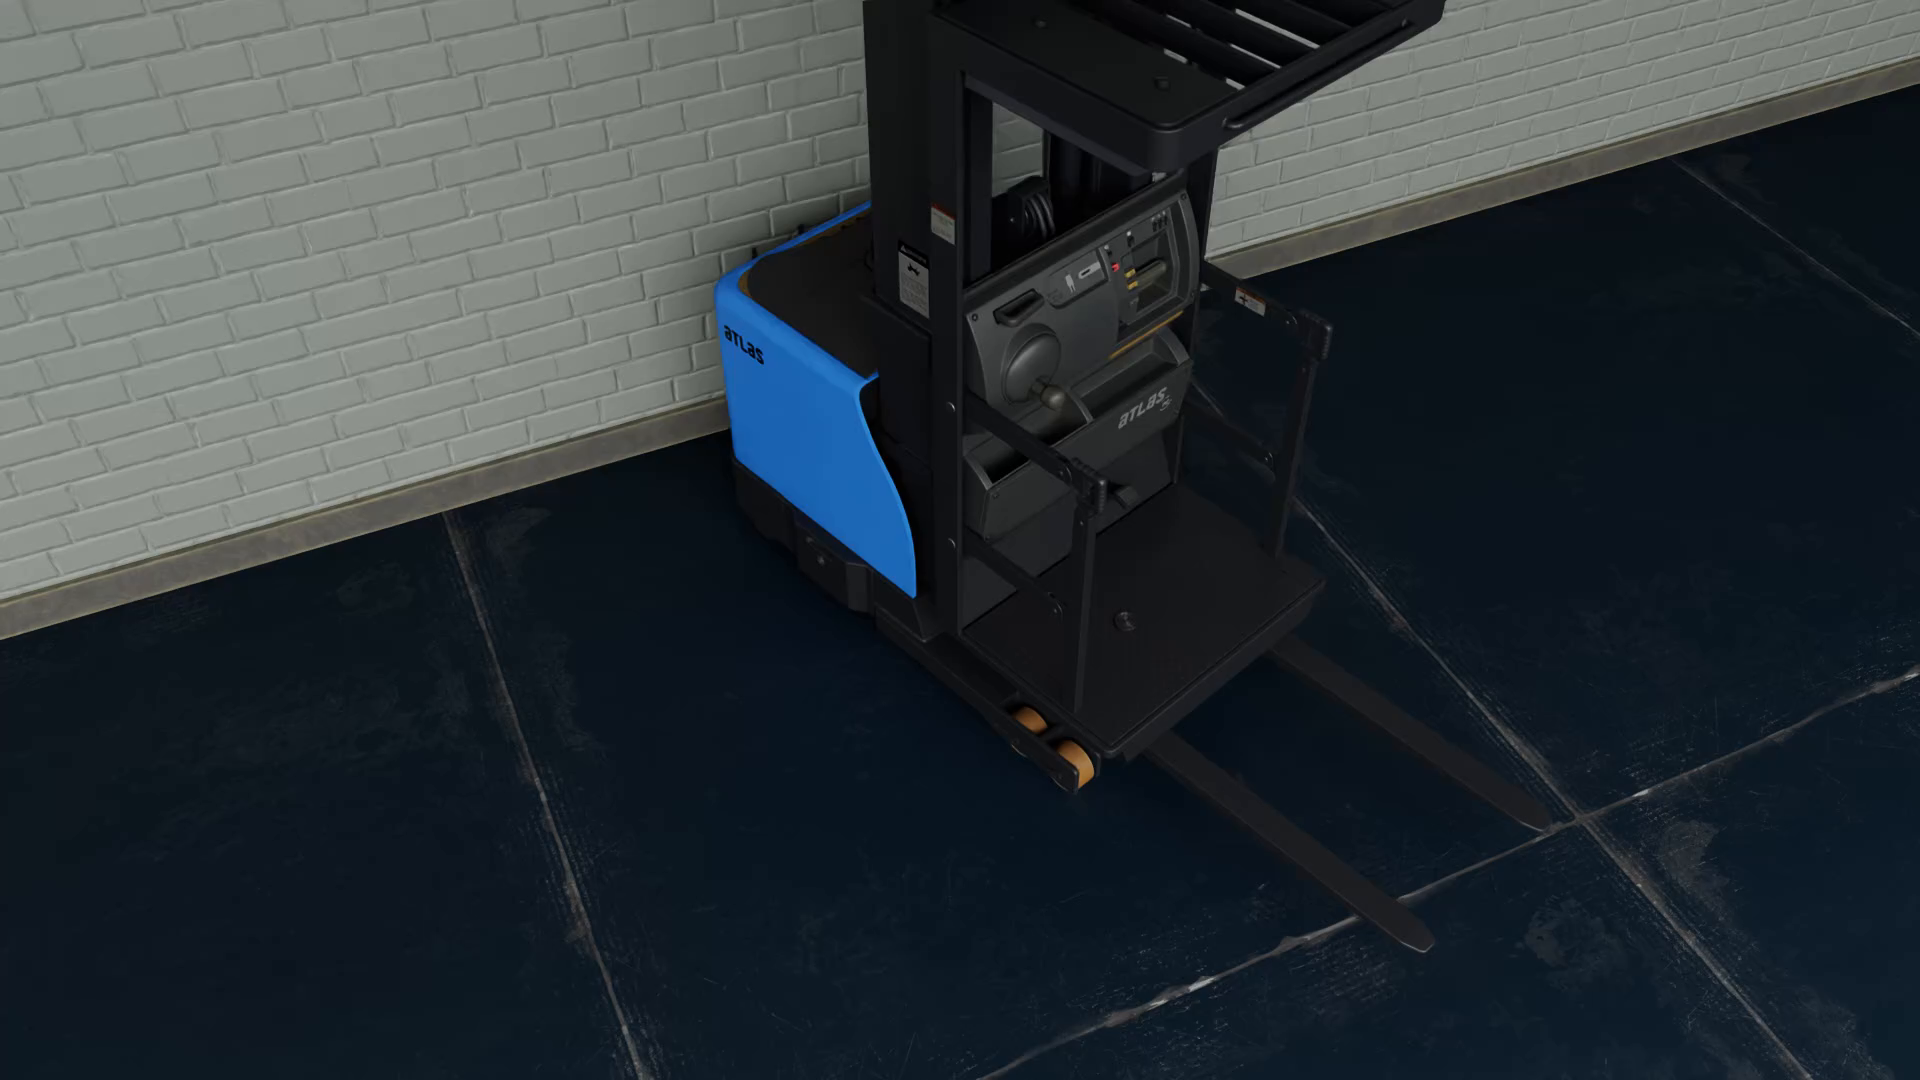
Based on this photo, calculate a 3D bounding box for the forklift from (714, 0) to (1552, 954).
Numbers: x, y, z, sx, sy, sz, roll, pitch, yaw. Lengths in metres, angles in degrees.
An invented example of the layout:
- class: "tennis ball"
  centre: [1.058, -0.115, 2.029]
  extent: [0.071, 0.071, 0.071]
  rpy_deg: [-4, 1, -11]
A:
- class: "forklift"
  centre: [0.525, -0.639, 4.811]
  extent: [1.130, 2.935, 3.031]
  rpy_deg: [-34, 54, -29]

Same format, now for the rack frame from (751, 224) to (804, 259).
- class: "rack frame"
  centre: [-0.670, -0.793, 6.413]
  extent: [0.240, 0.900, 0.006]
  rpy_deg: [-34, 54, -29]

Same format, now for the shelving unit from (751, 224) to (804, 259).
- class: "shelving unit"
  centre: [-0.600, -0.741, 6.360]
  extent: [0.258, 0.900, 0.210]
  rpy_deg: [-34, 54, -29]
